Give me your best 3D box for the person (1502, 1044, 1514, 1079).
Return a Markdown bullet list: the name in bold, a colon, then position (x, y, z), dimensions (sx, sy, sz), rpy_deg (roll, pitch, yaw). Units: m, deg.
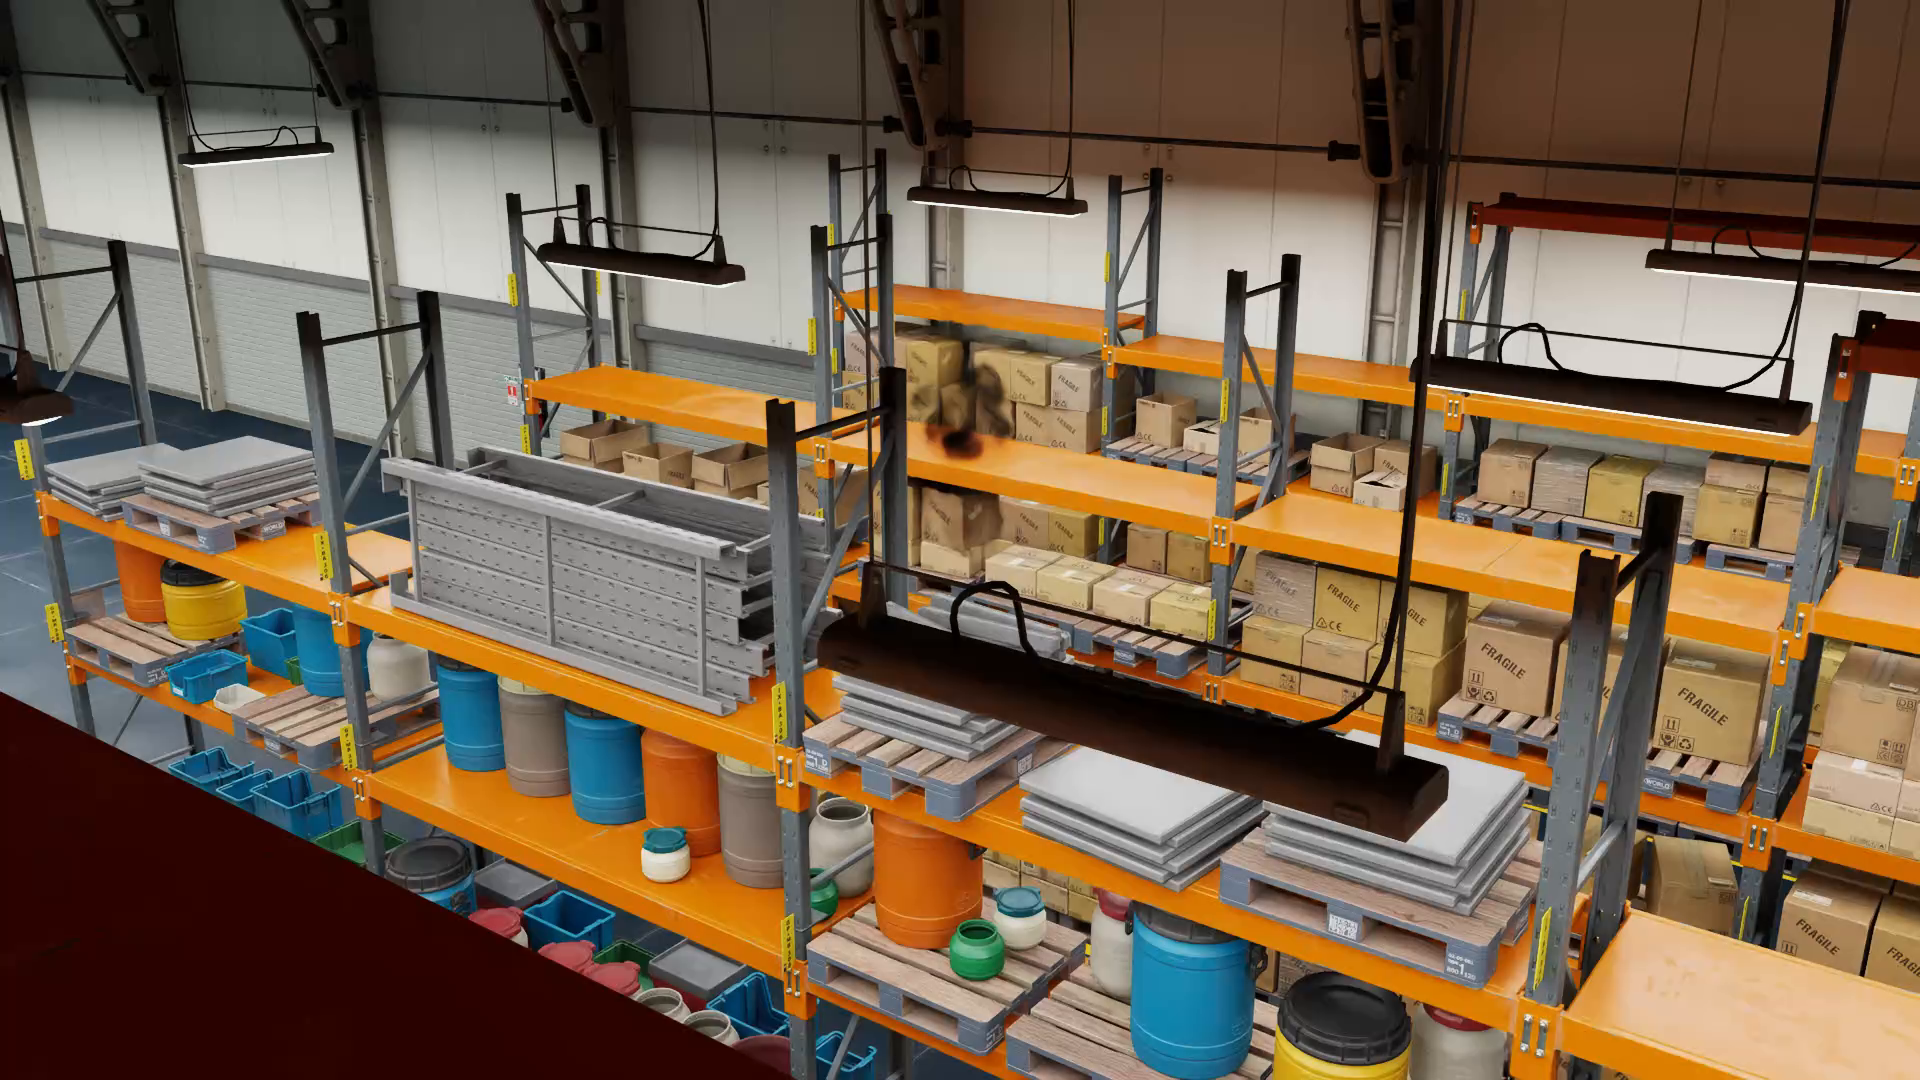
- **person**: position (3.369, 3.942, 10.698), dimensions (0.682, 1.669, 0.538), rpy_deg (7, 20, 21)
